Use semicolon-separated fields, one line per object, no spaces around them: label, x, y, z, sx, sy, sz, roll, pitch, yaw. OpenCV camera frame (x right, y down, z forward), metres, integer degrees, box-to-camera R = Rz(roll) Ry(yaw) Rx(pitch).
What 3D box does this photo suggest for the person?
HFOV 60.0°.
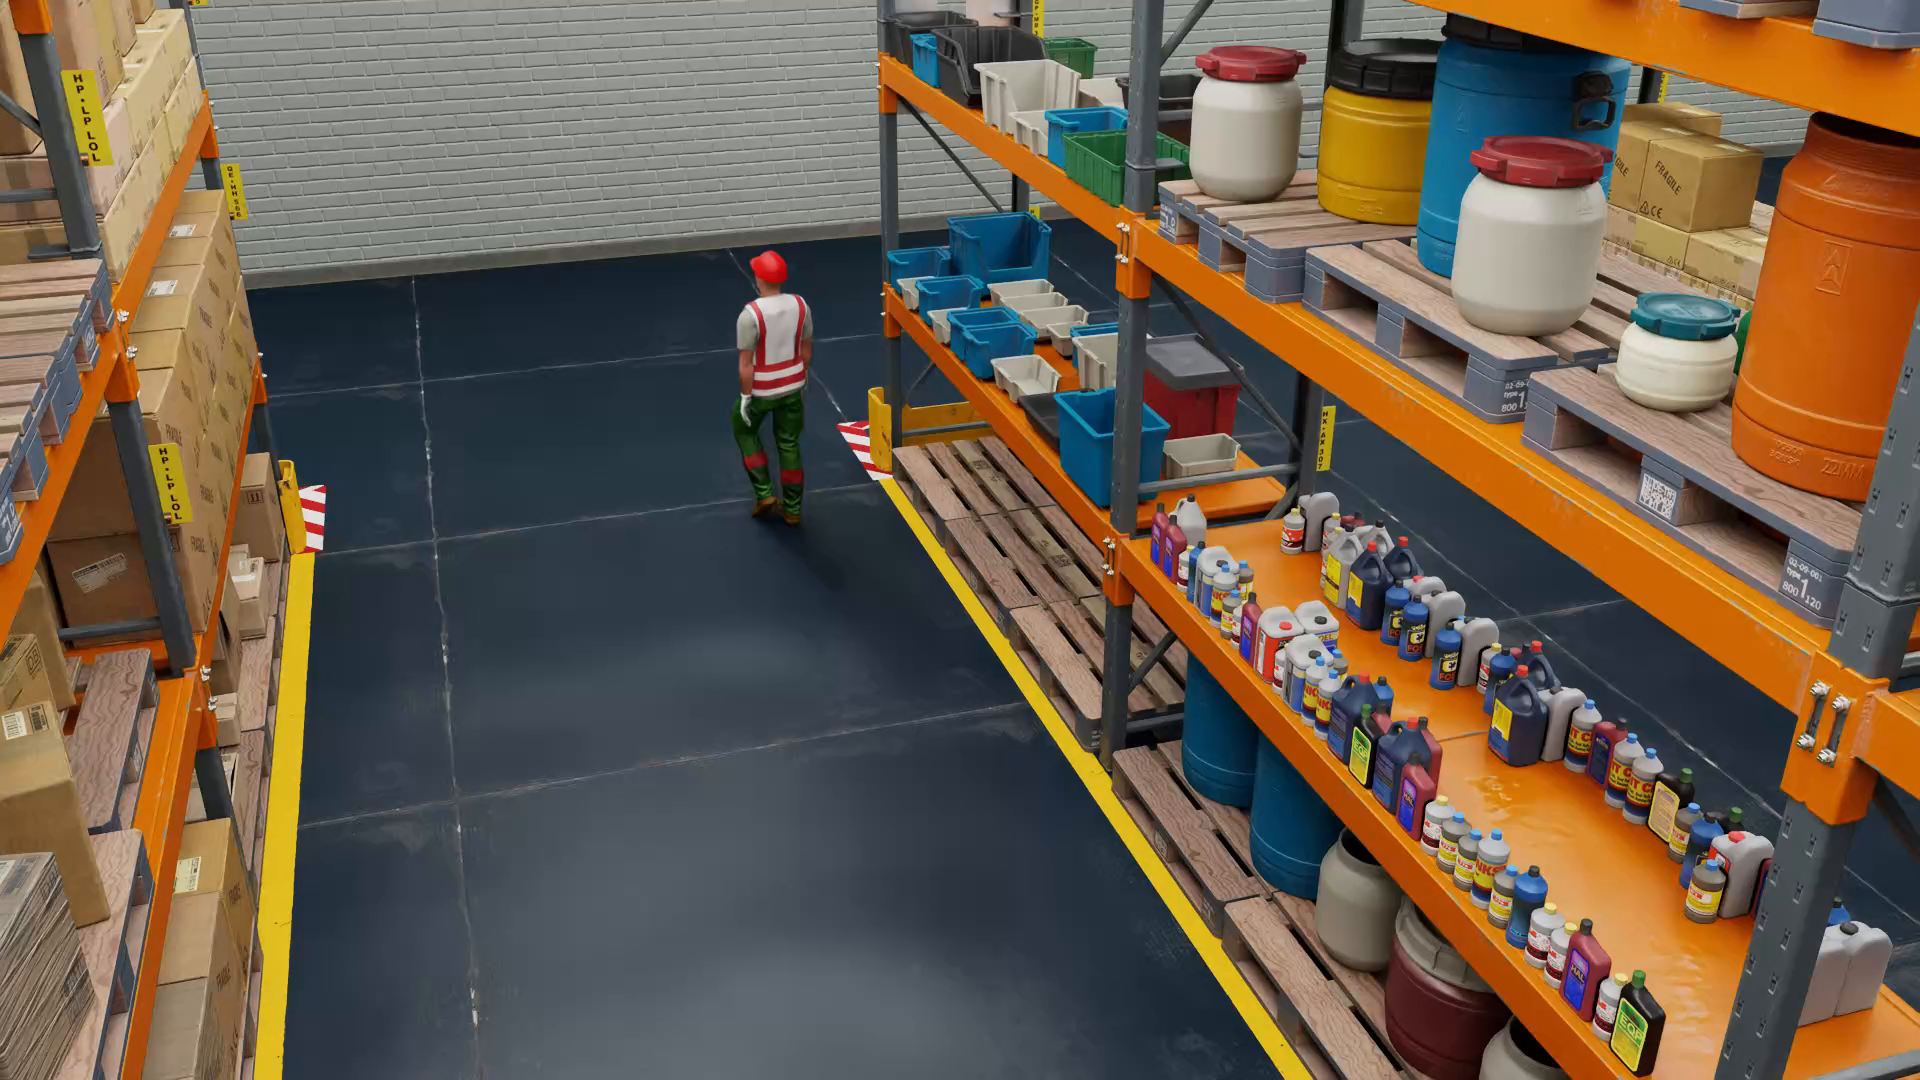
person;-1.195;-0.957;10.531;0.576;1.831;0.480;-15;30;-27
